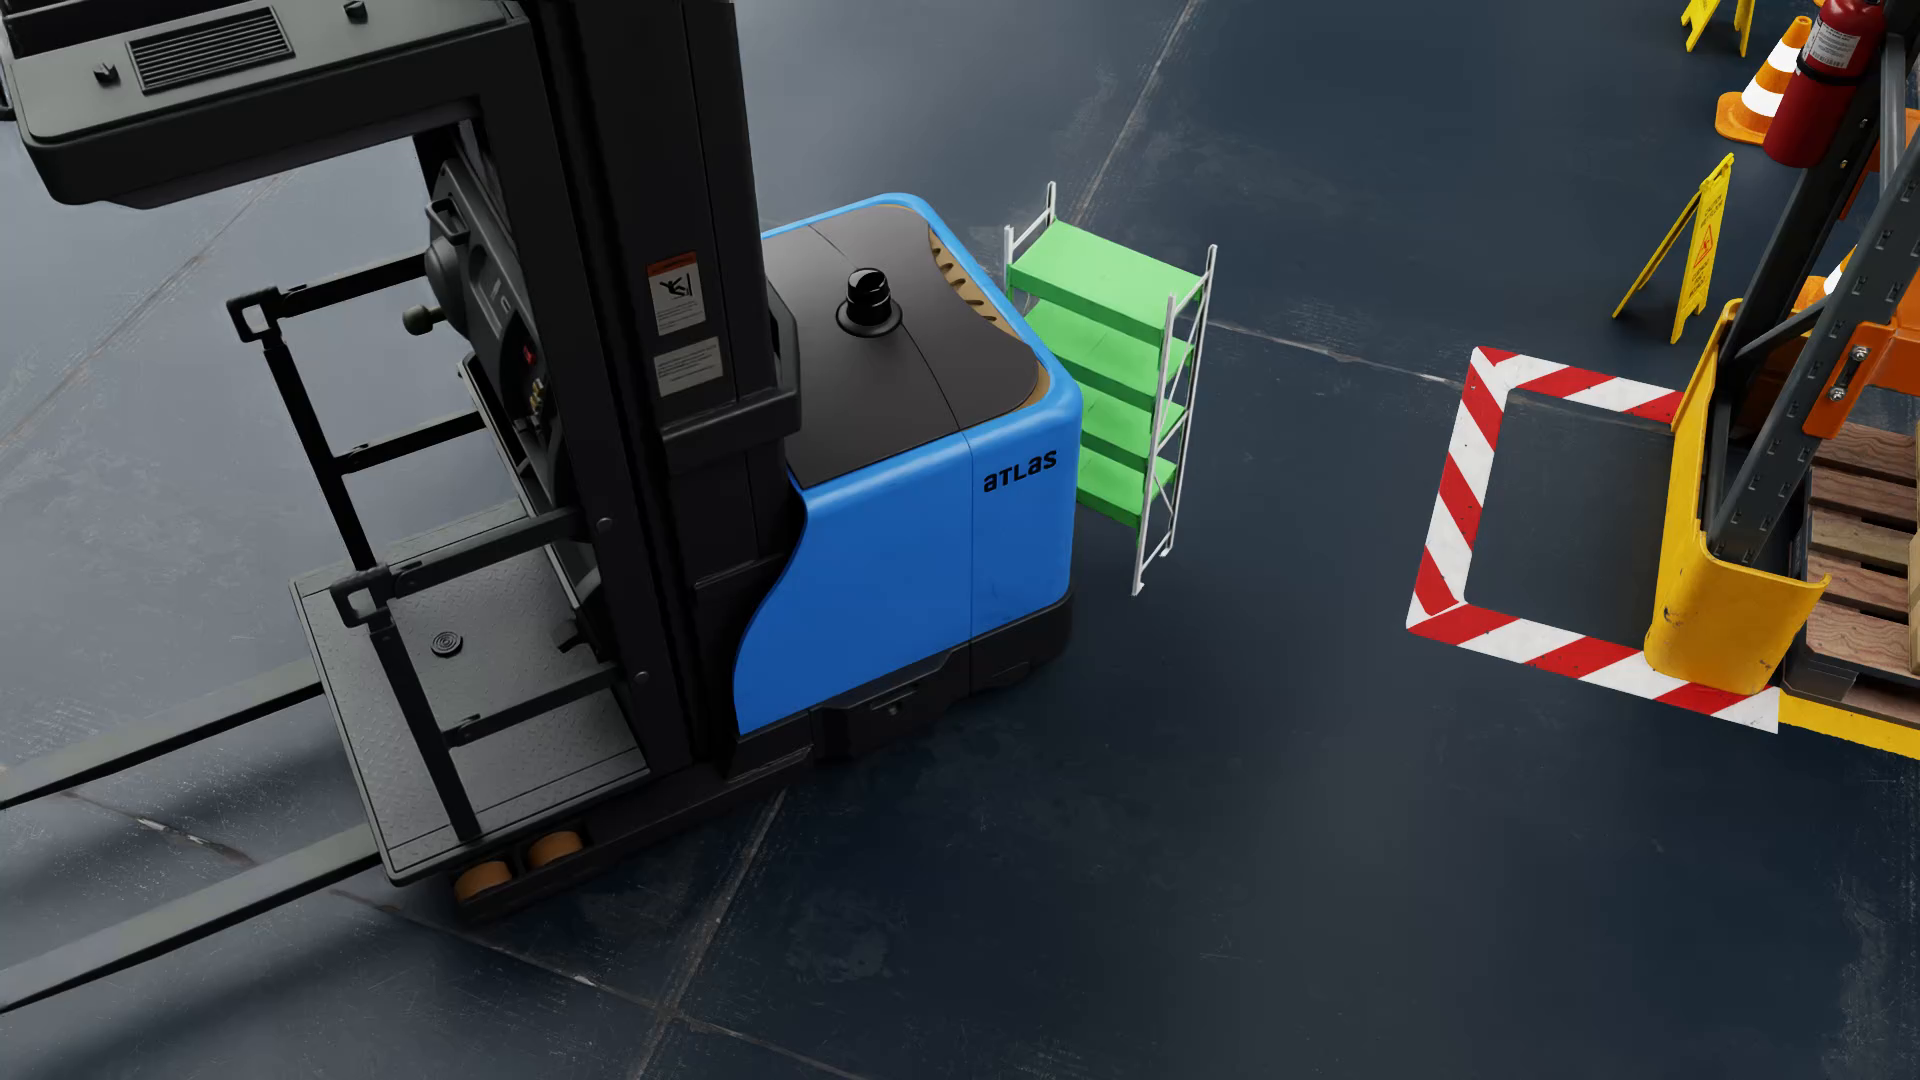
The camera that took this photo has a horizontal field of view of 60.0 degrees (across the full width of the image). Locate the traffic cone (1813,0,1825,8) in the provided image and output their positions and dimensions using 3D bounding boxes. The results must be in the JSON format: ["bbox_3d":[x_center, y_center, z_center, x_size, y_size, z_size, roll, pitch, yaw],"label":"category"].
[{"bbox_3d":[3.937,-2.550,7.154,0.334,0.463,0.336,16,51,13],"label":"traffic cone"}]

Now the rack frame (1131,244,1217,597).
[{"bbox_3d":[0.598,-0.298,4.714,0.015,1.200,0.240,26,54,21],"label":"rack frame"}]

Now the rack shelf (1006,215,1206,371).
[{"bbox_3d":[0.393,-0.671,4.487,0.480,0.148,0.258,26,54,21],"label":"rack shelf"}]

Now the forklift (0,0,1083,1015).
[{"bbox_3d":[-1.221,-0.420,3.674,3.031,2.935,1.130,-22,53,-18],"label":"forklift"}]

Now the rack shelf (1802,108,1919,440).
[{"bbox_3d":[4.187,-0.232,3.942,4.000,0.370,1.077,16,51,13],"label":"rack shelf"}]

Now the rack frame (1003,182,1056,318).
[{"bbox_3d":[0.189,-0.500,4.889,0.015,1.200,0.240,26,54,21],"label":"rack frame"}]

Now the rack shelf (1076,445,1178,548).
[{"bbox_3d":[0.393,-0.200,5.031,0.480,0.148,0.258,26,54,21],"label":"rack shelf"}]

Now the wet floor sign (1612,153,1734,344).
[{"bbox_3d":[2.503,-1.029,5.715,0.232,0.644,0.267,33,57,25],"label":"wet floor sign"}]

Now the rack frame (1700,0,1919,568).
[{"bbox_3d":[2.311,-0.992,4.124,0.127,3.000,1.000,16,51,13],"label":"rack frame"}]

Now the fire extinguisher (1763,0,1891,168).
[{"bbox_3d":[2.363,-1.323,4.463,0.183,0.674,0.296,16,51,13],"label":"fire extinguisher"}]

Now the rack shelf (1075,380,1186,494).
[{"bbox_3d":[0.393,-0.357,4.850,0.480,0.148,0.258,26,54,21],"label":"rack shelf"}]

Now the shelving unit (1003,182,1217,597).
[{"bbox_3d":[0.393,-0.399,4.802,0.503,1.200,0.258,26,54,21],"label":"shelving unit"}]

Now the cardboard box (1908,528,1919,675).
[{"bbox_3d":[2.971,0.179,4.652,0.500,0.250,0.500,15,51,13],"label":"cardboard box"}]

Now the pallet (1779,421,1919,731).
[{"bbox_3d":[3.132,0.179,4.955,1.213,0.211,1.003,16,51,13],"label":"pallet"}]

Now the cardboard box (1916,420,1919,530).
[{"bbox_3d":[3.185,-0.201,4.981,0.500,0.250,0.500,15,51,13],"label":"cardboard box"}]

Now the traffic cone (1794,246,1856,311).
[{"bbox_3d":[3.161,-0.963,5.778,0.334,0.463,0.336,16,51,13],"label":"traffic cone"}]

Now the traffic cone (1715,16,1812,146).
[{"bbox_3d":[3.227,-1.838,6.537,0.334,0.463,0.336,16,51,13],"label":"traffic cone"}]

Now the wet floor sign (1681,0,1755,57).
[{"bbox_3d":[3.218,-2.360,6.868,0.232,0.644,0.267,8,50,7],"label":"wet floor sign"}]

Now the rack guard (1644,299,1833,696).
[{"bbox_3d":[2.382,-0.153,5.052,0.348,0.500,1.175,16,51,13],"label":"rack guard"}]

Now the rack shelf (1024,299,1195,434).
[{"bbox_3d":[0.393,-0.514,4.669,0.480,0.148,0.258,26,54,21],"label":"rack shelf"}]
